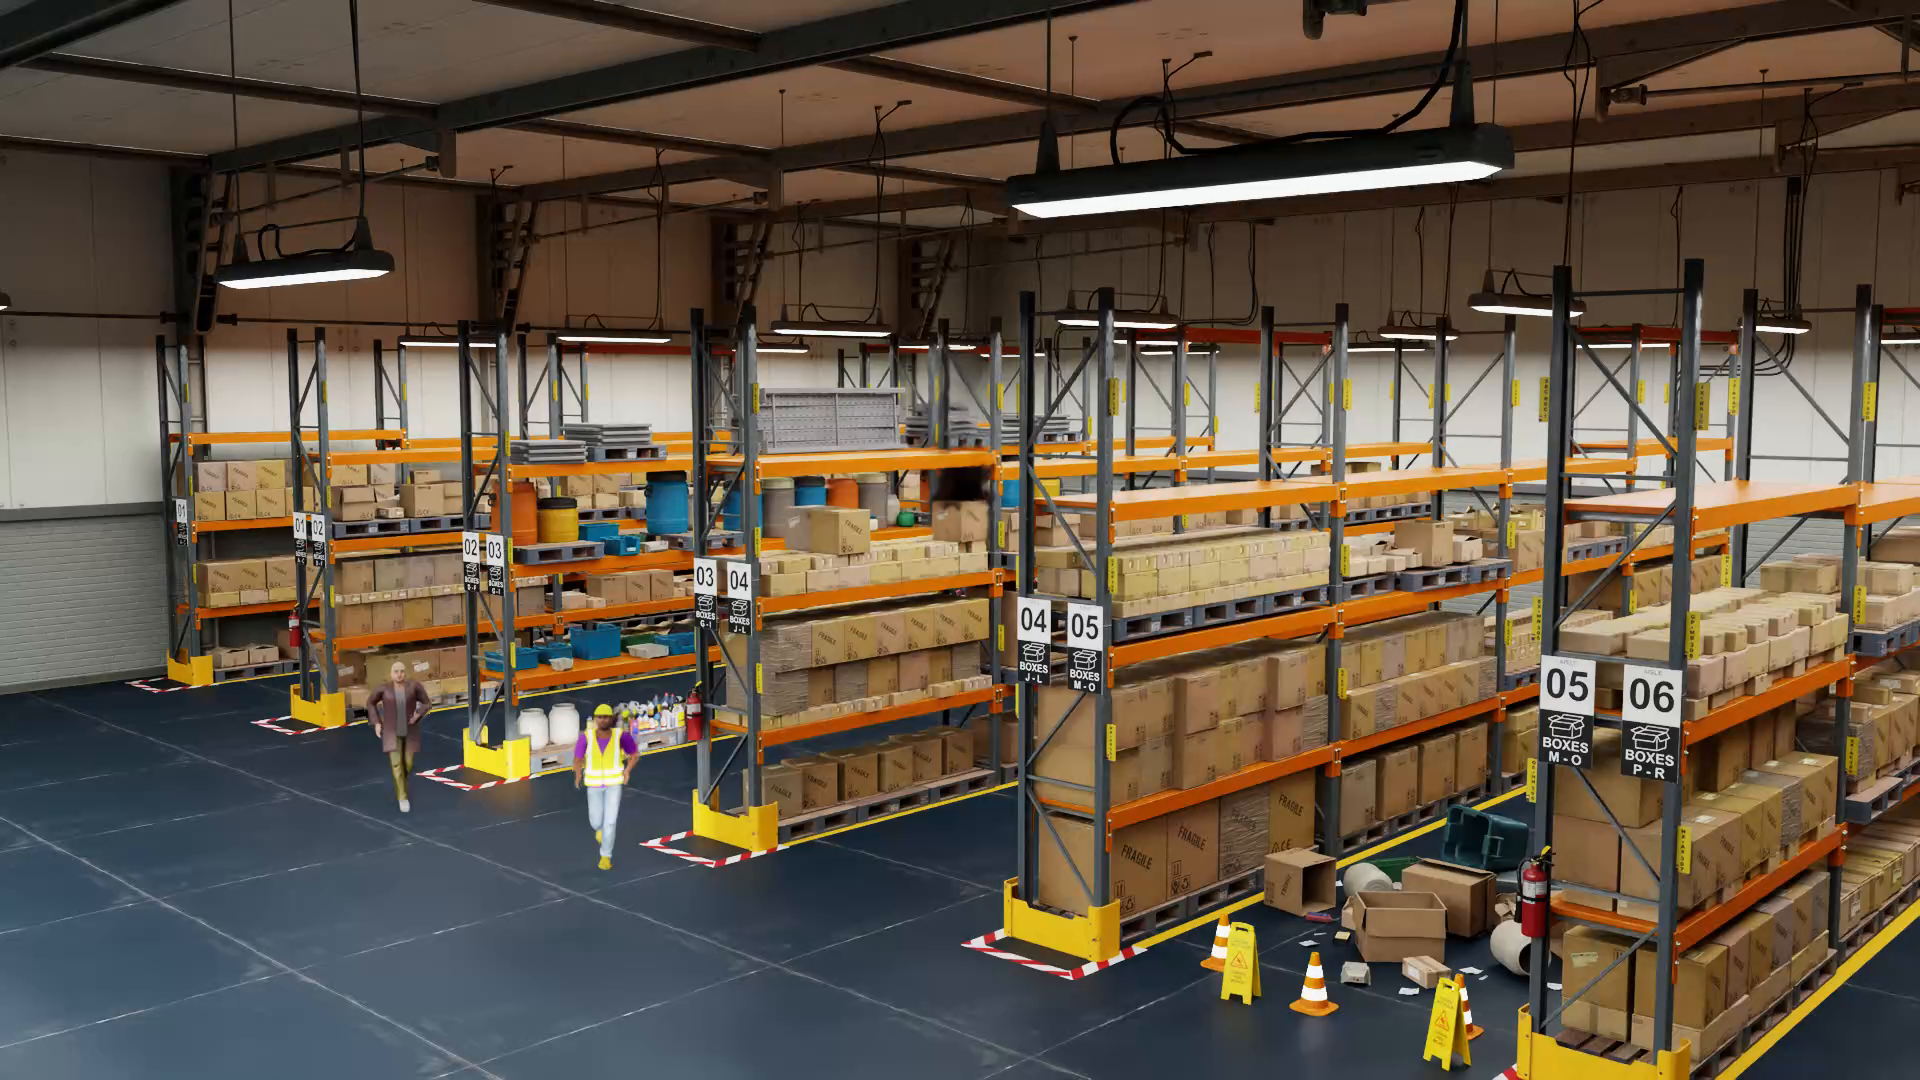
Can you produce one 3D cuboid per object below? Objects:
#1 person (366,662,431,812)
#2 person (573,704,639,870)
[{"bbox_3d":[-6.880,2.386,20.442,0.746,1.795,0.917,-3,6,-26],"label":"person"},{"bbox_3d":[-3.826,2.628,17.975,0.700,1.738,0.720,-1,5,-6],"label":"person"}]
